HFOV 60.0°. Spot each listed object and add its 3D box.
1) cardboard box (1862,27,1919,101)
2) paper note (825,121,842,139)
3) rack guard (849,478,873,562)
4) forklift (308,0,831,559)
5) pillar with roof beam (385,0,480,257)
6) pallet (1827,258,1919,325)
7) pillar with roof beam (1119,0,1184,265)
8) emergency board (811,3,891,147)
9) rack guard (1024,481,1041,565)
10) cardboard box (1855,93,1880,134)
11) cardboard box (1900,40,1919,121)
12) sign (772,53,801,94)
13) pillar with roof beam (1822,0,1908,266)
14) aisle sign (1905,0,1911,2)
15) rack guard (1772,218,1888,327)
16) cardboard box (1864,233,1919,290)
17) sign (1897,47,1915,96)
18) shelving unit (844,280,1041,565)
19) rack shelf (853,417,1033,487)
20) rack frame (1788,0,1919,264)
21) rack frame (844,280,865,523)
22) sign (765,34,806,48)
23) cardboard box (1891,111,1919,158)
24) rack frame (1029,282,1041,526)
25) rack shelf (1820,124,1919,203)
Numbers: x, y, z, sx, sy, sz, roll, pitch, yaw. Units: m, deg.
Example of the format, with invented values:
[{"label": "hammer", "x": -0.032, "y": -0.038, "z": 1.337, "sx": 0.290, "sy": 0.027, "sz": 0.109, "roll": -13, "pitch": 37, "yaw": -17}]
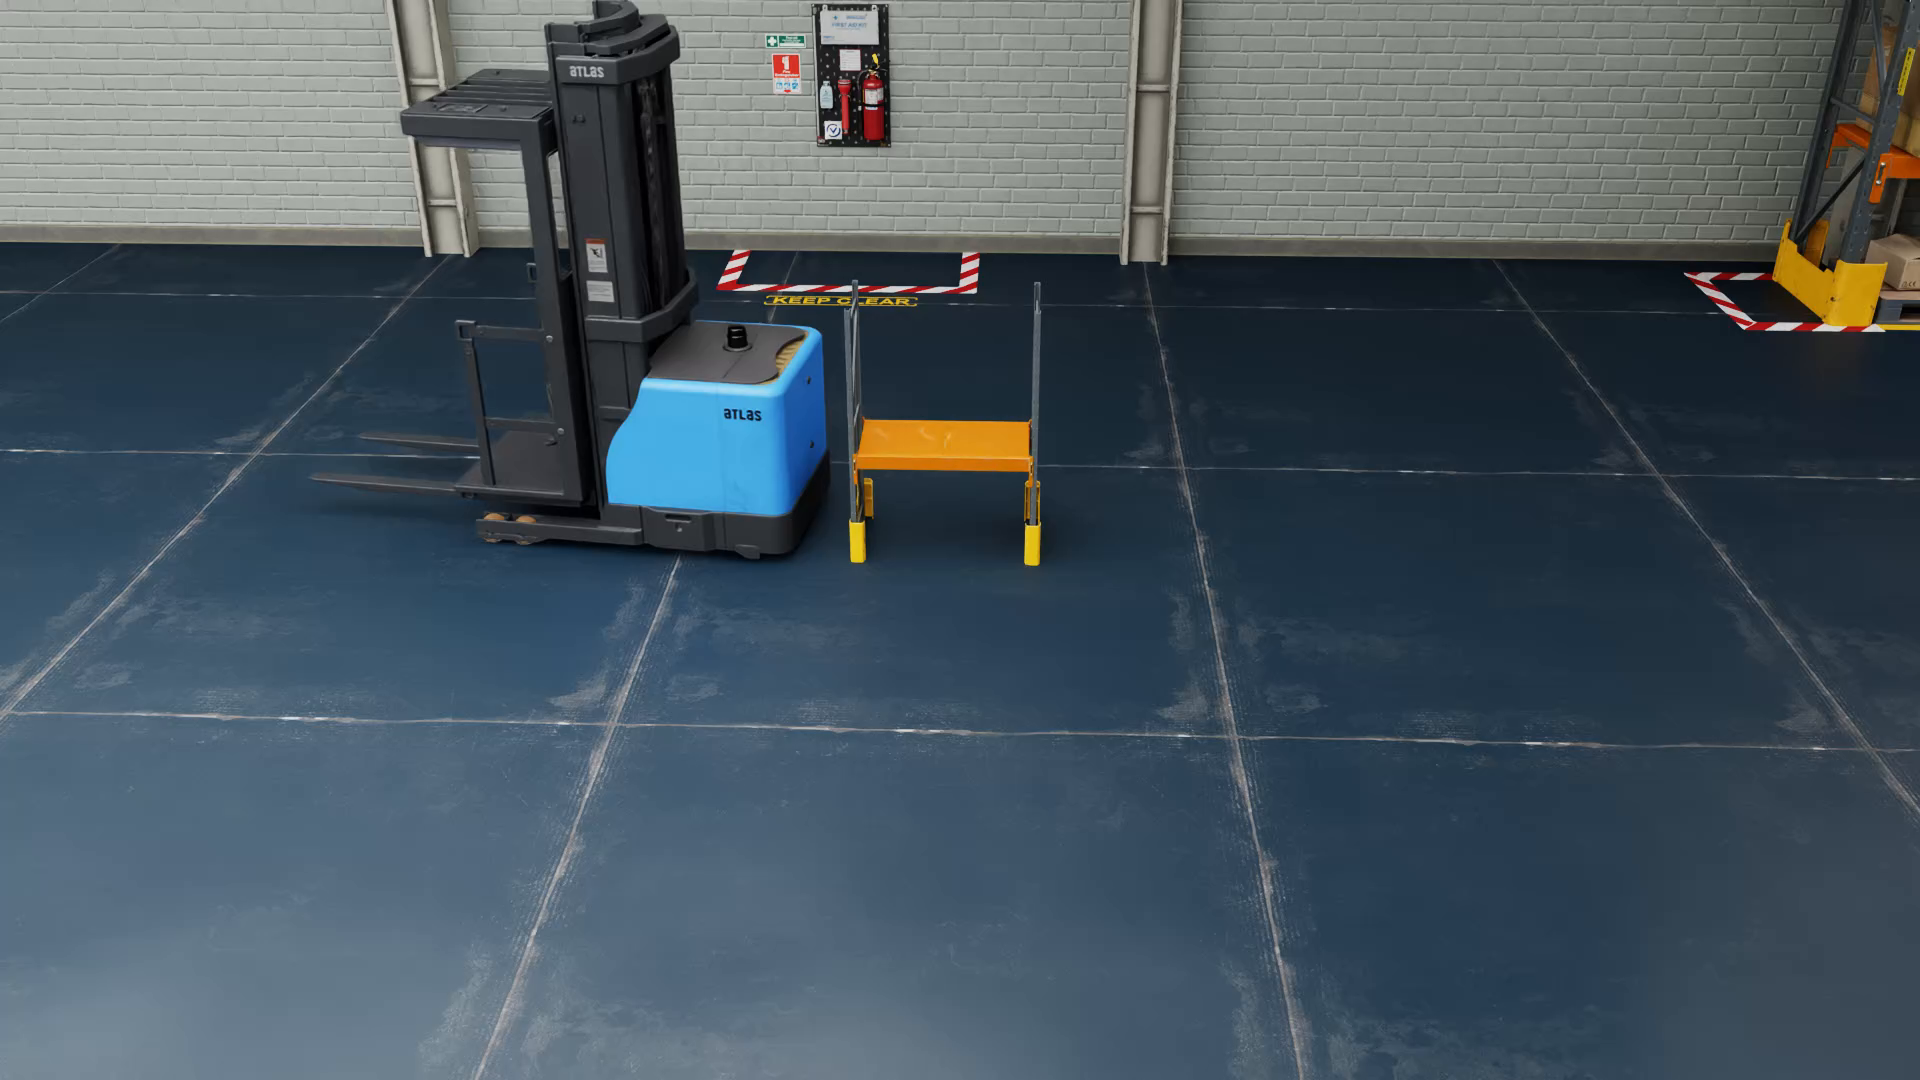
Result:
[{"label": "cardboard box", "x": 7.321, "y": -3.617, "z": 12.710, "sx": 0.500, "sy": 0.500, "sz": 0.500, "roll": 1, "pitch": 28, "yaw": 1}, {"label": "paper note", "x": -1.067, "y": -3.449, "z": 13.994, "sx": 0.142, "sy": 0.148, "sz": 0.016, "roll": 1, "pitch": 28, "yaw": 2}, {"label": "rack guard", "x": -0.574, "y": -0.120, "z": 9.709, "sx": 0.087, "sy": 0.250, "sz": 0.587, "roll": 1, "pitch": 28, "yaw": 2}, {"label": "forklift", "x": -2.364, "y": -1.503, "z": 9.456, "sx": 3.031, "sy": 2.935, "sz": 1.130, "roll": 5, "pitch": 28, "yaw": 9}, {"label": "pillar with roof beam", "x": -4.572, "y": -4.479, "z": 8.592, "sx": 0.400, "sy": 9.000, "sz": 9.100, "roll": 1, "pitch": 28, "yaw": 2}, {"label": "pallet", "x": 7.729, "y": -1.989, "z": 13.276, "sx": 1.213, "sy": 0.211, "sz": 1.003, "roll": 1, "pitch": 28, "yaw": 2}, {"label": "pillar with roof beam", "x": 1.424, "y": -4.380, "z": 8.404, "sx": 0.400, "sy": 9.000, "sz": 9.100, "roll": 1, "pitch": 28, "yaw": 2}, {"label": "emergency board", "x": -0.892, "y": -3.803, "z": 13.722, "sx": 0.643, "sy": 1.169, "sz": 0.194, "roll": 1, "pitch": 28, "yaw": 2}, {"label": "rack guard", "x": 0.422, "y": -0.103, "z": 9.678, "sx": 0.087, "sy": 0.250, "sz": 0.587, "roll": 1, "pitch": 28, "yaw": 2}, {"label": "cardboard box", "x": 7.316, "y": -3.277, "z": 12.869, "sx": 0.500, "sy": 0.250, "sz": 0.500, "roll": 1, "pitch": 28, "yaw": 3}, {"label": "cardboard box", "x": 7.309, "y": -3.377, "z": 12.256, "sx": 0.500, "sy": 0.500, "sz": 0.500, "roll": 1, "pitch": 28, "yaw": 2}, {"label": "sign", "x": -1.441, "y": -3.876, "z": 13.821, "sx": 0.234, "sy": 0.329, "sz": 0.001, "roll": 1, "pitch": 28, "yaw": 2}, {"label": "pillar with roof beam", "x": 7.421, "y": -4.281, "z": 8.217, "sx": 0.400, "sy": 9.000, "sz": 9.100, "roll": 1, "pitch": 28, "yaw": 2}, {"label": "aisle sign", "x": 6.760, "y": -4.261, "z": 11.810, "sx": 0.004, "sy": 0.787, "sz": 0.394, "roll": 1, "pitch": 28, "yaw": 2}, {"label": "rack guard", "x": 6.918, "y": -2.146, "z": 13.265, "sx": 0.348, "sy": 0.500, "sz": 1.175, "roll": 1, "pitch": 28, "yaw": 2}, {"label": "cardboard box", "x": 7.531, "y": -2.205, "z": 13.107, "sx": 0.500, "sy": 0.311, "sz": 0.500, "roll": -2, "pitch": 28, "yaw": -4}, {"label": "sign", "x": 6.823, "y": -3.380, "z": 12.000, "sx": 0.005, "sy": 0.325, "sz": 0.100, "roll": 1, "pitch": 28, "yaw": 2}, {"label": "shelving unit", "x": -0.076, "y": -0.664, "z": 9.401, "sx": 1.083, "sy": 1.500, "sz": 0.587, "roll": 1, "pitch": 28, "yaw": 2}, {"label": "rack shelf", "x": -0.085, "y": -0.505, "z": 9.486, "sx": 1.000, "sy": 0.185, "sz": 0.538, "roll": 1, "pitch": 28, "yaw": 2}, {"label": "rack frame", "x": 6.842, "y": -3.252, "z": 12.682, "sx": 0.127, "sy": 3.000, "sz": 1.000, "roll": 1, "pitch": 28, "yaw": 2}, {"label": "rack frame", "x": -0.593, "y": -0.672, "z": 9.417, "sx": 0.032, "sy": 1.500, "sz": 0.500, "roll": 1, "pitch": 28, "yaw": 2}, {"label": "sign", "x": -1.437, "y": -4.106, "z": 13.689, "sx": 0.331, "sy": 0.109, "sz": 0.001, "roll": 1, "pitch": 28, "yaw": 2}, {"label": "cardboard box", "x": 7.319, "y": -3.038, "z": 12.417, "sx": 0.500, "sy": 0.250, "sz": 0.500, "roll": 0, "pitch": 28, "yaw": 0}, {"label": "rack frame", "x": 0.423, "y": -0.656, "z": 9.386, "sx": 0.032, "sy": 1.500, "sz": 0.500, "roll": 1, "pitch": 28, "yaw": 2}, {"label": "rack shelf", "x": 8.841, "y": -2.901, "z": 12.788, "sx": 4.000, "sy": 0.370, "sz": 1.077, "roll": 1, "pitch": 28, "yaw": 2}]
